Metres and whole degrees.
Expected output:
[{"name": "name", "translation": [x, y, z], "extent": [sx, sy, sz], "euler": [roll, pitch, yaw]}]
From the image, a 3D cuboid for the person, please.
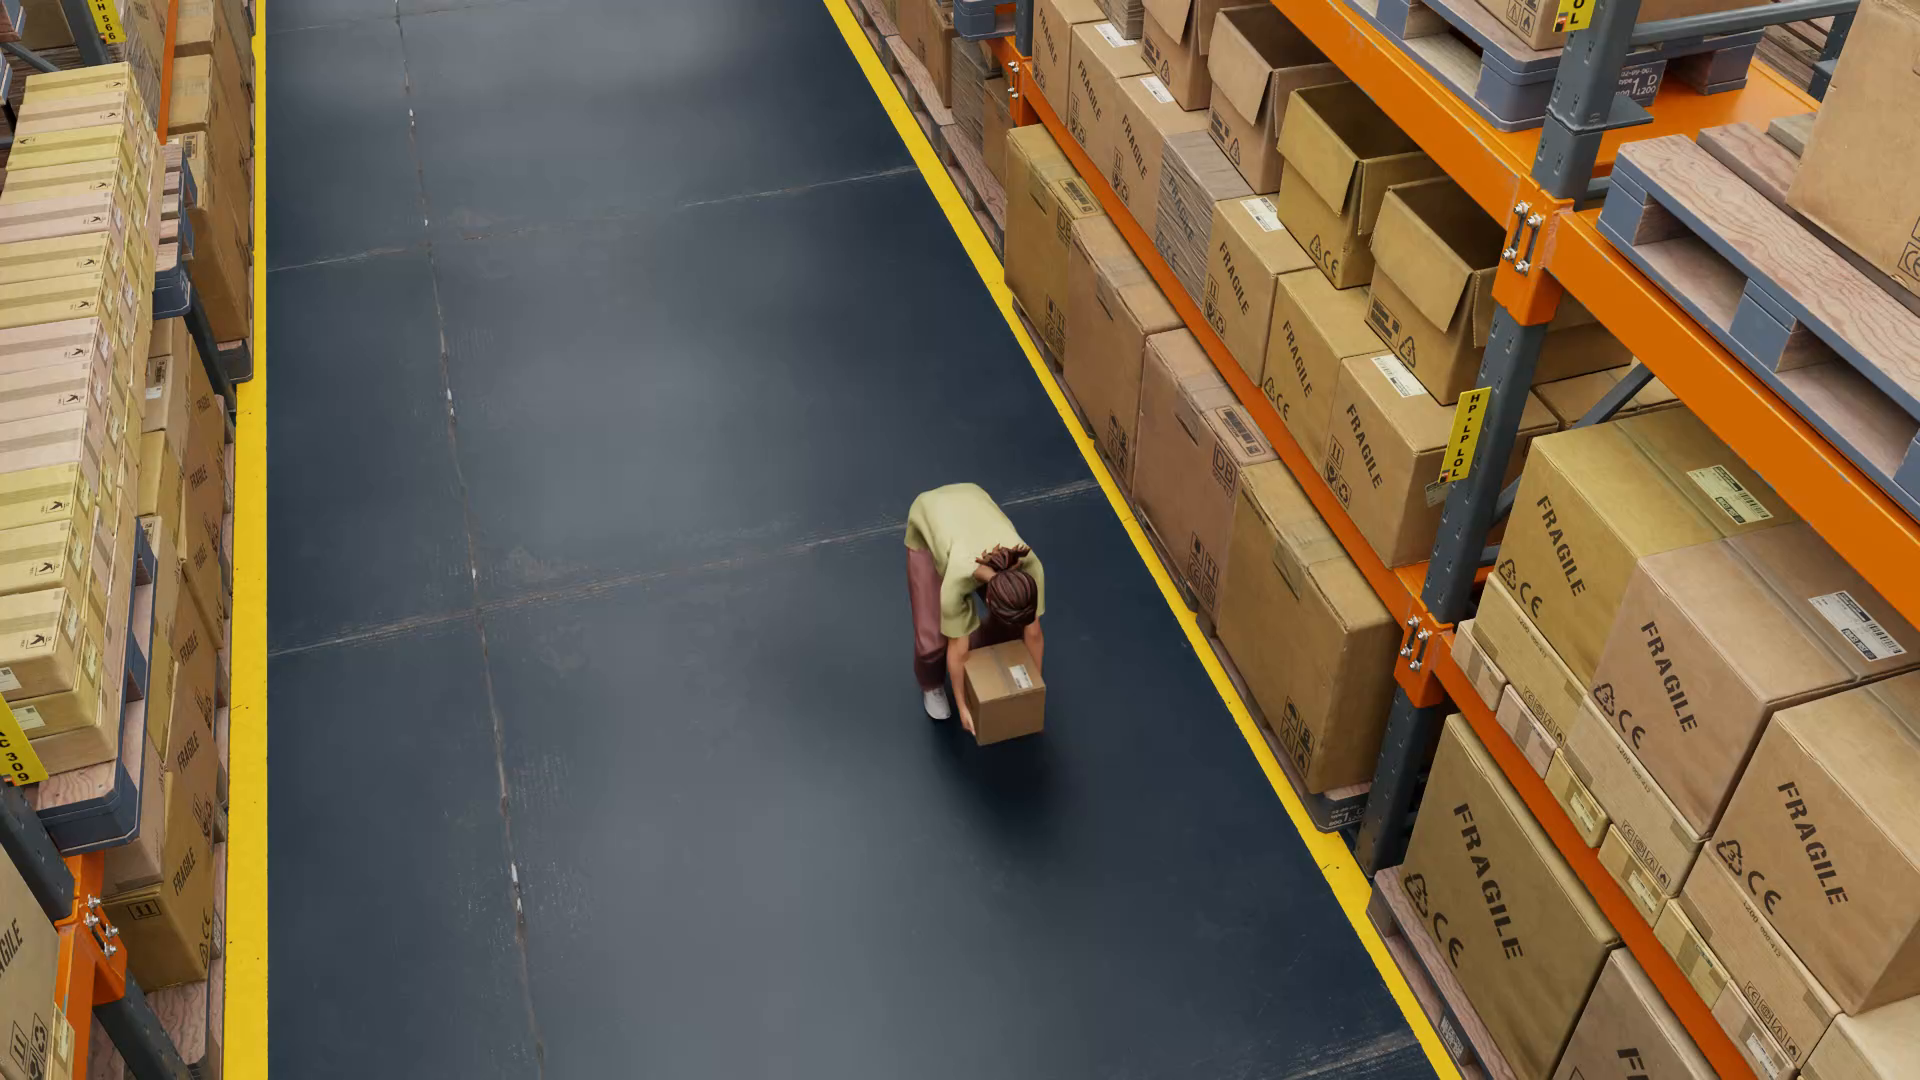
[{"name": "person", "translation": [0.070, 0.317, 6.232], "extent": [0.451, 1.114, 0.860], "euler": [-14, 44, -15]}]
